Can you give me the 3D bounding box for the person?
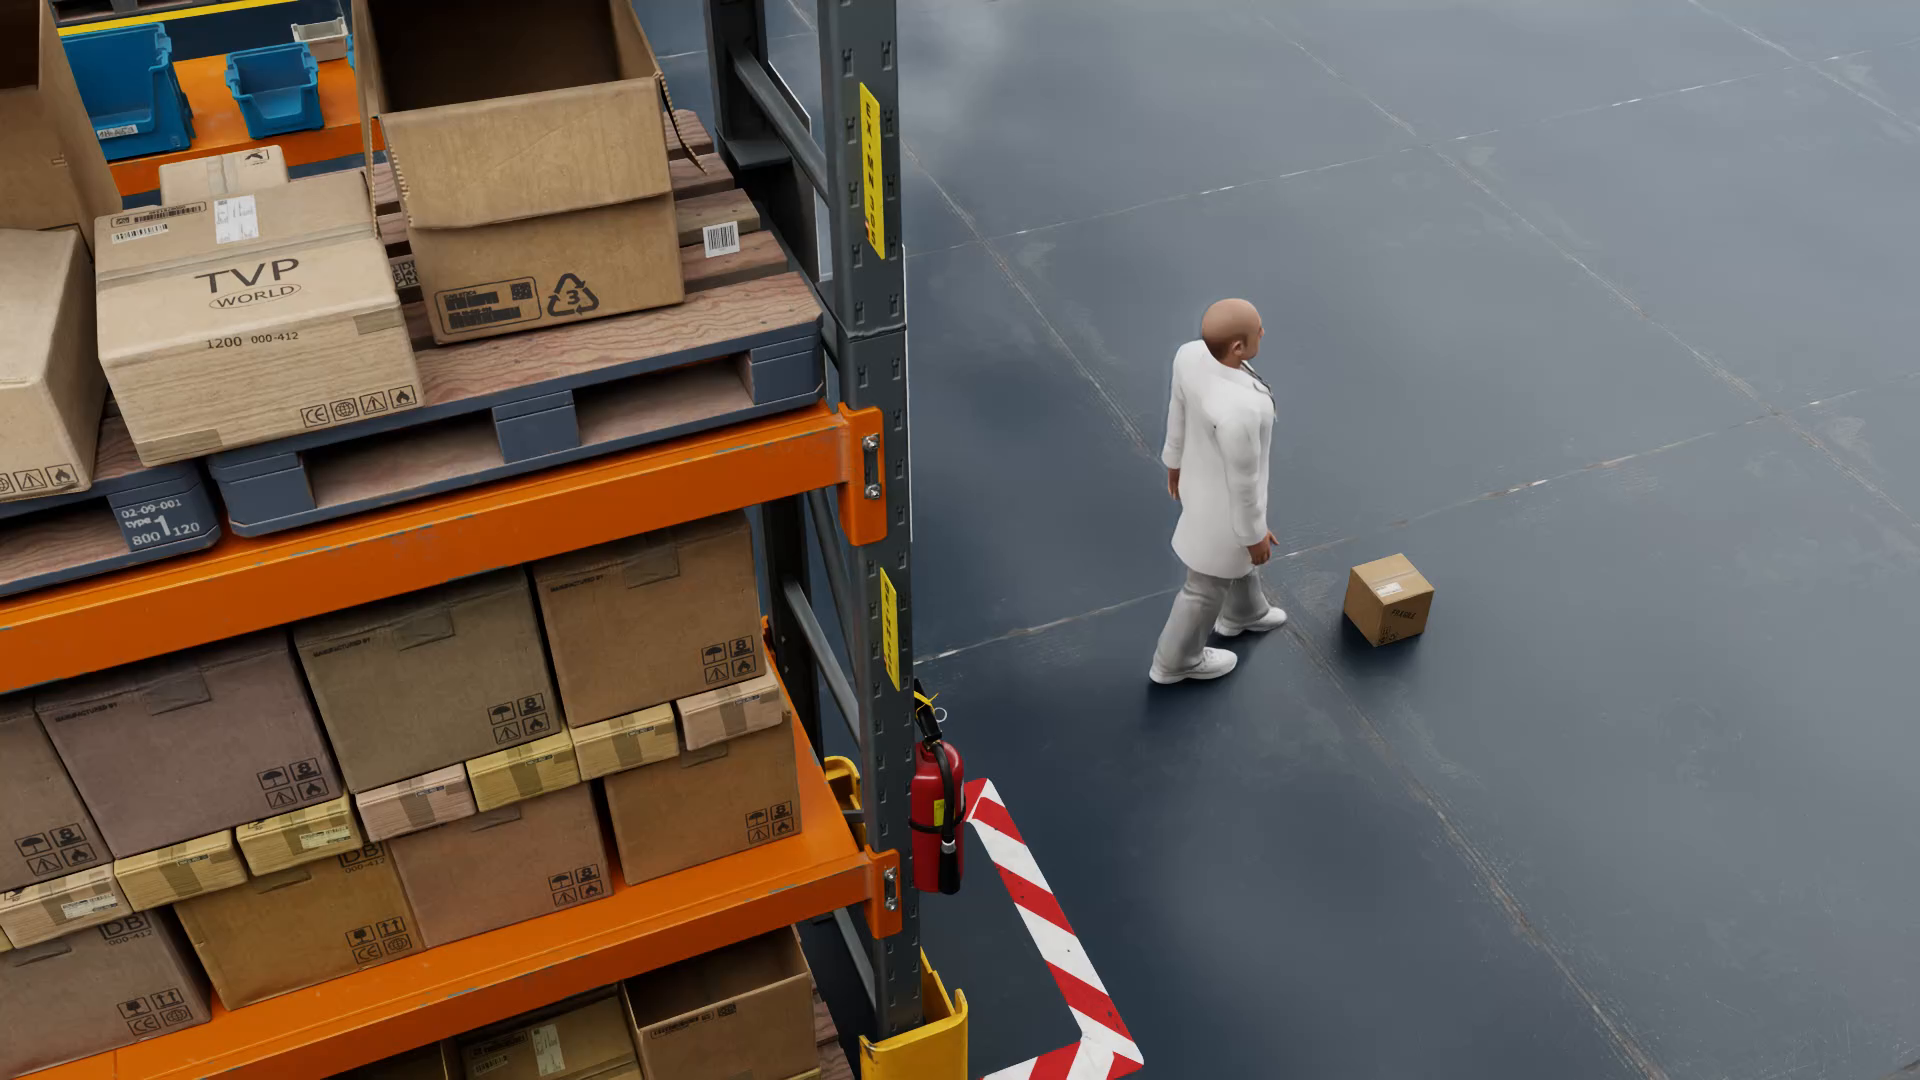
[{"bbox_3d":[1.107,-0.167,6.369,0.697,1.807,0.610,-9,42,-10],"label":"person"}]
